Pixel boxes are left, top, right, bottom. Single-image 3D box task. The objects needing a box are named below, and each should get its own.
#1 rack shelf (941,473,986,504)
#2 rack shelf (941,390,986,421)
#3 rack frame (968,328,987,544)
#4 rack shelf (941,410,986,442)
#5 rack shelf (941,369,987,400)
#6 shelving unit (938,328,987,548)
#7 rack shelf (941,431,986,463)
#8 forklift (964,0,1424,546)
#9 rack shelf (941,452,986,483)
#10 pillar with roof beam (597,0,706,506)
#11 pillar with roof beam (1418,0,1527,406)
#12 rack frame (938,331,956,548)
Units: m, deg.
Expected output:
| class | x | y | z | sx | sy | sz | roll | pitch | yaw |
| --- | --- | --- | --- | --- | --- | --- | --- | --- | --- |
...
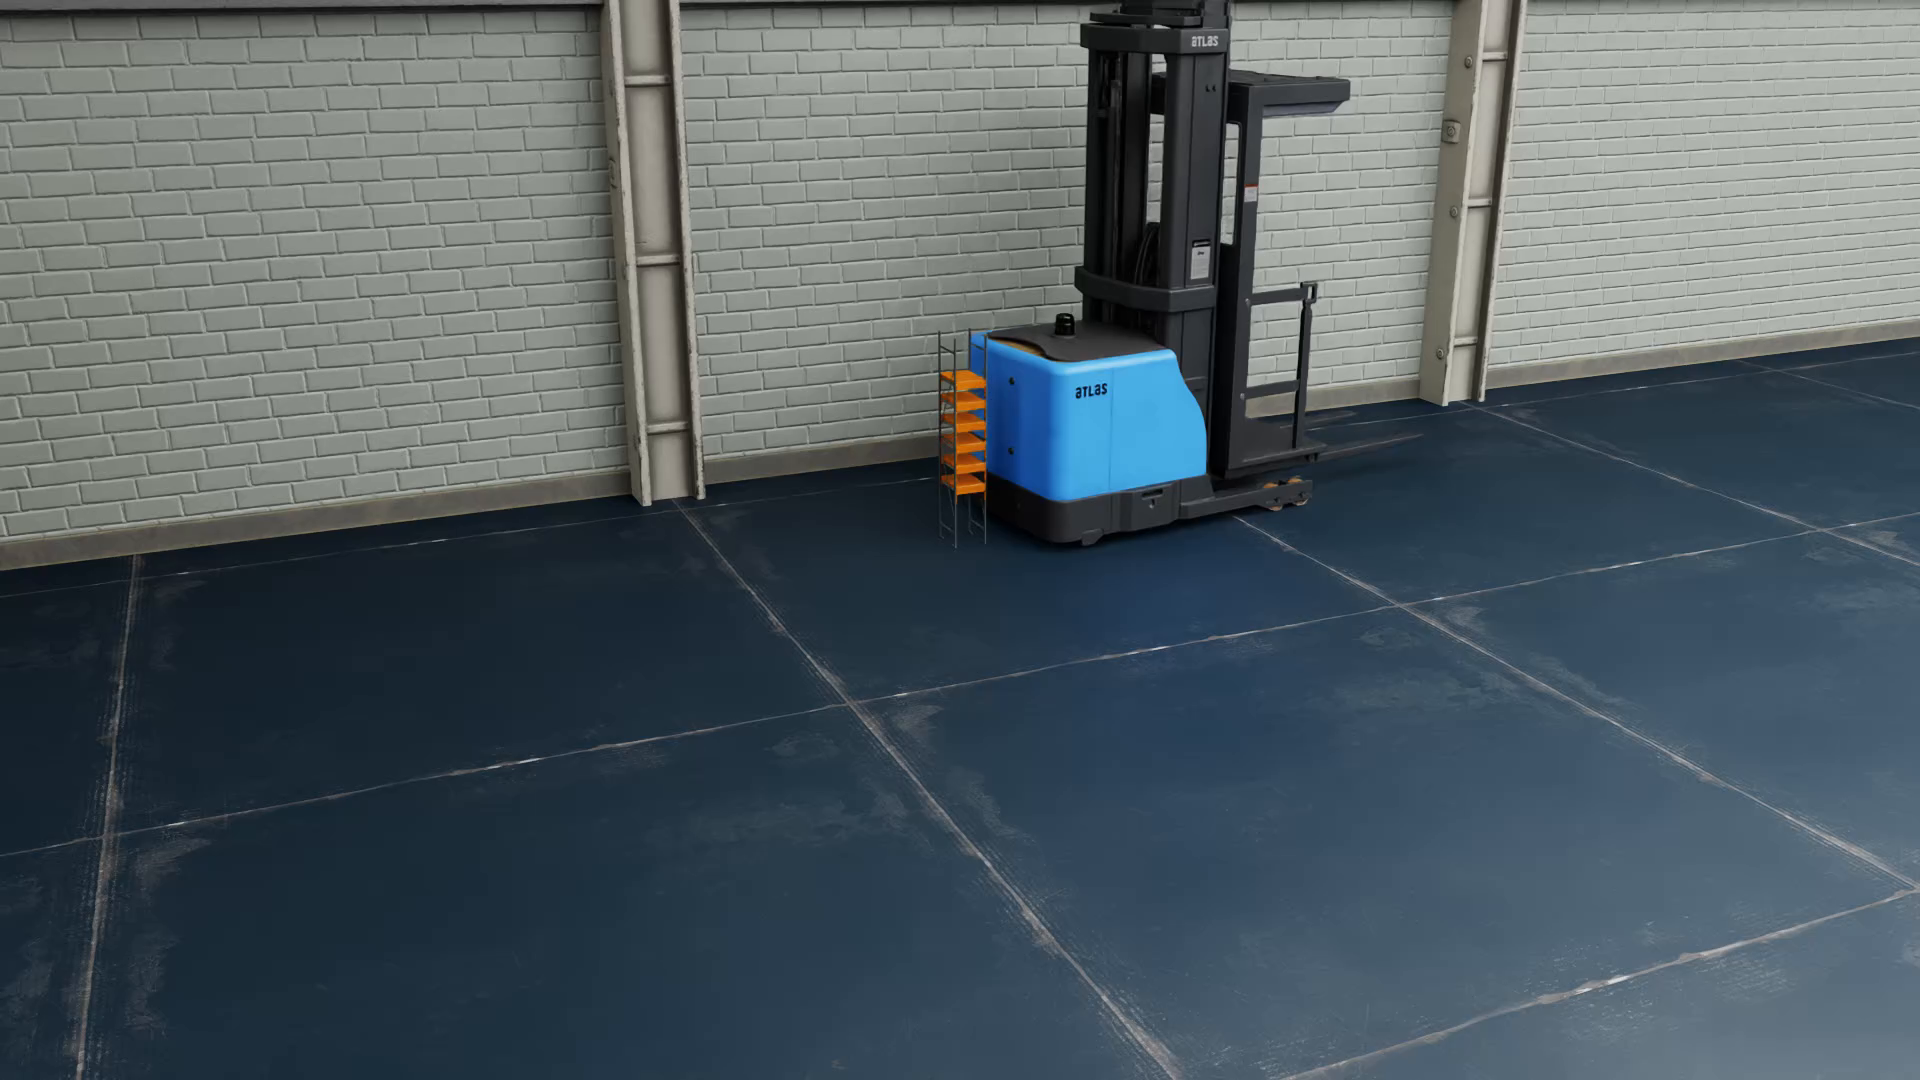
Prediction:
| class | x | y | z | sx | sy | sz | roll | pitch | yaw |
| --- | --- | --- | --- | --- | --- | --- | --- | --- | --- |
| rack shelf | 0.013 | -0.300 | 9.423 | 0.180 | 0.103 | 0.258 | -8 | 21 | -22 |
| rack shelf | 0.013 | -0.752 | 9.263 | 0.180 | 0.103 | 0.258 | -8 | 21 | -22 |
| rack frame | 0.097 | -0.580 | 9.362 | 0.006 | 1.200 | 0.240 | -8 | 21 | -22 |
| rack shelf | 0.013 | -0.639 | 9.303 | 0.180 | 0.103 | 0.258 | -8 | 21 | -22 |
| rack shelf | 0.013 | -0.866 | 9.223 | 0.180 | 0.103 | 0.258 | -8 | 21 | -22 |
| shelving unit | 0.013 | -0.568 | 9.328 | 0.189 | 1.200 | 0.258 | -8 | 21 | -22 |
| rack shelf | 0.013 | -0.526 | 9.343 | 0.180 | 0.103 | 0.258 | -8 | 21 | -22 |
| forklift | 1.550 | -1.694 | 9.921 | 3.031 | 2.935 | 1.130 | -11 | 22 | -29 |
| rack shelf | 0.013 | -0.413 | 9.383 | 0.180 | 0.103 | 0.258 | -8 | 21 | -22 |
| pillar with roof beam | -0.103 | -3.209 | 5.088 | 0.400 | 9.000 | 9.100 | -8 | 21 | -22 |
| pillar with roof beam | 5.406 | -3.999 | 7.329 | 0.400 | 9.000 | 9.100 | -8 | 21 | -22 |
| rack frame | -0.071 | -0.556 | 9.294 | 0.006 | 1.200 | 0.240 | -8 | 21 | -22 |
